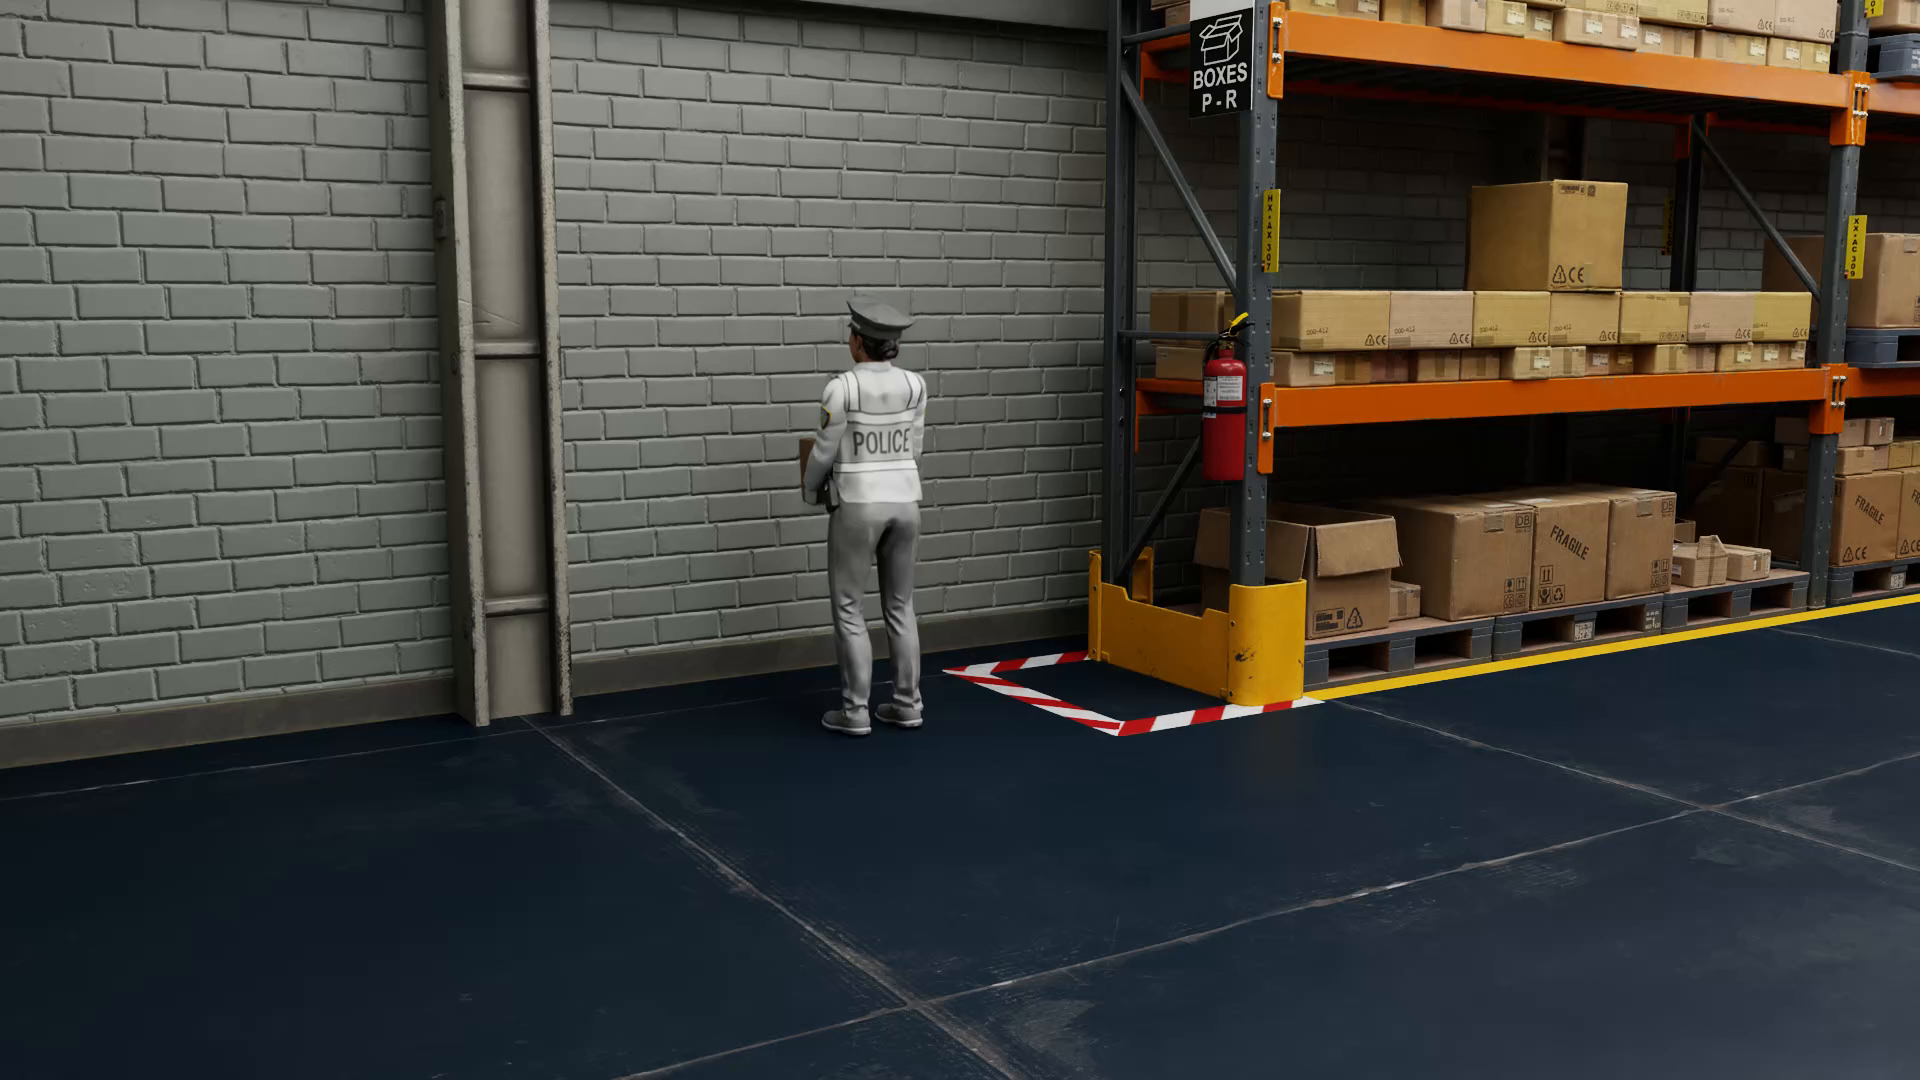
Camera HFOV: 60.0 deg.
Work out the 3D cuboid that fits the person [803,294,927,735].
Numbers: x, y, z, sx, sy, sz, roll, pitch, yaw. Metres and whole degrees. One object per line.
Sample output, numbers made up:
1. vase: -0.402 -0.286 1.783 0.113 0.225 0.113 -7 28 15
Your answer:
1. person: -0.370 -0.104 6.473 0.460 1.690 0.536 -5 10 -30
